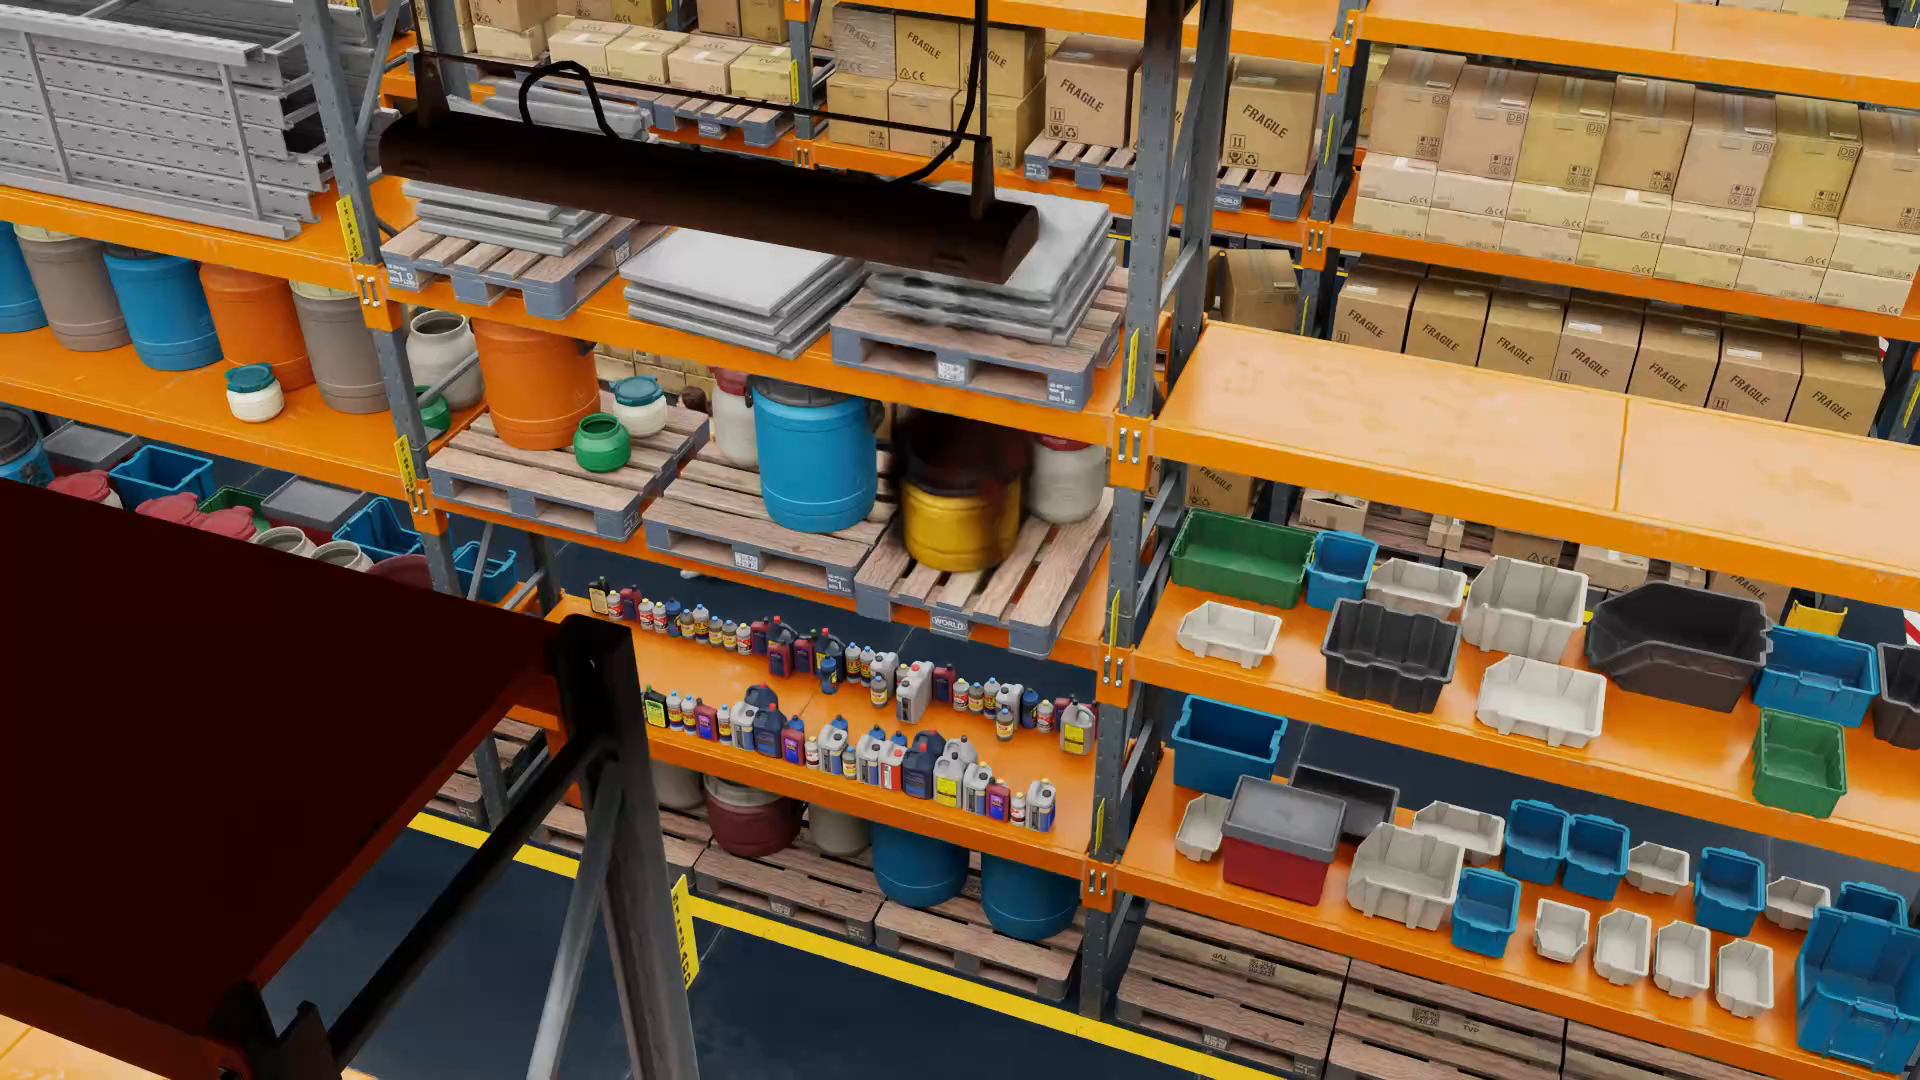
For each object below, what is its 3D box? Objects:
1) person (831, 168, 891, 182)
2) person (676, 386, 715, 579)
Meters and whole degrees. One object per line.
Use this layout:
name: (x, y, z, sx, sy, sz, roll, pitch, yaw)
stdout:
person: (-0.823, -3.249, 16.364, 0.965, 1.713, 0.654, 6, 37, 9)
person: (-1.784, -0.427, 12.601, 0.939, 1.640, 0.574, 3, 37, 4)
